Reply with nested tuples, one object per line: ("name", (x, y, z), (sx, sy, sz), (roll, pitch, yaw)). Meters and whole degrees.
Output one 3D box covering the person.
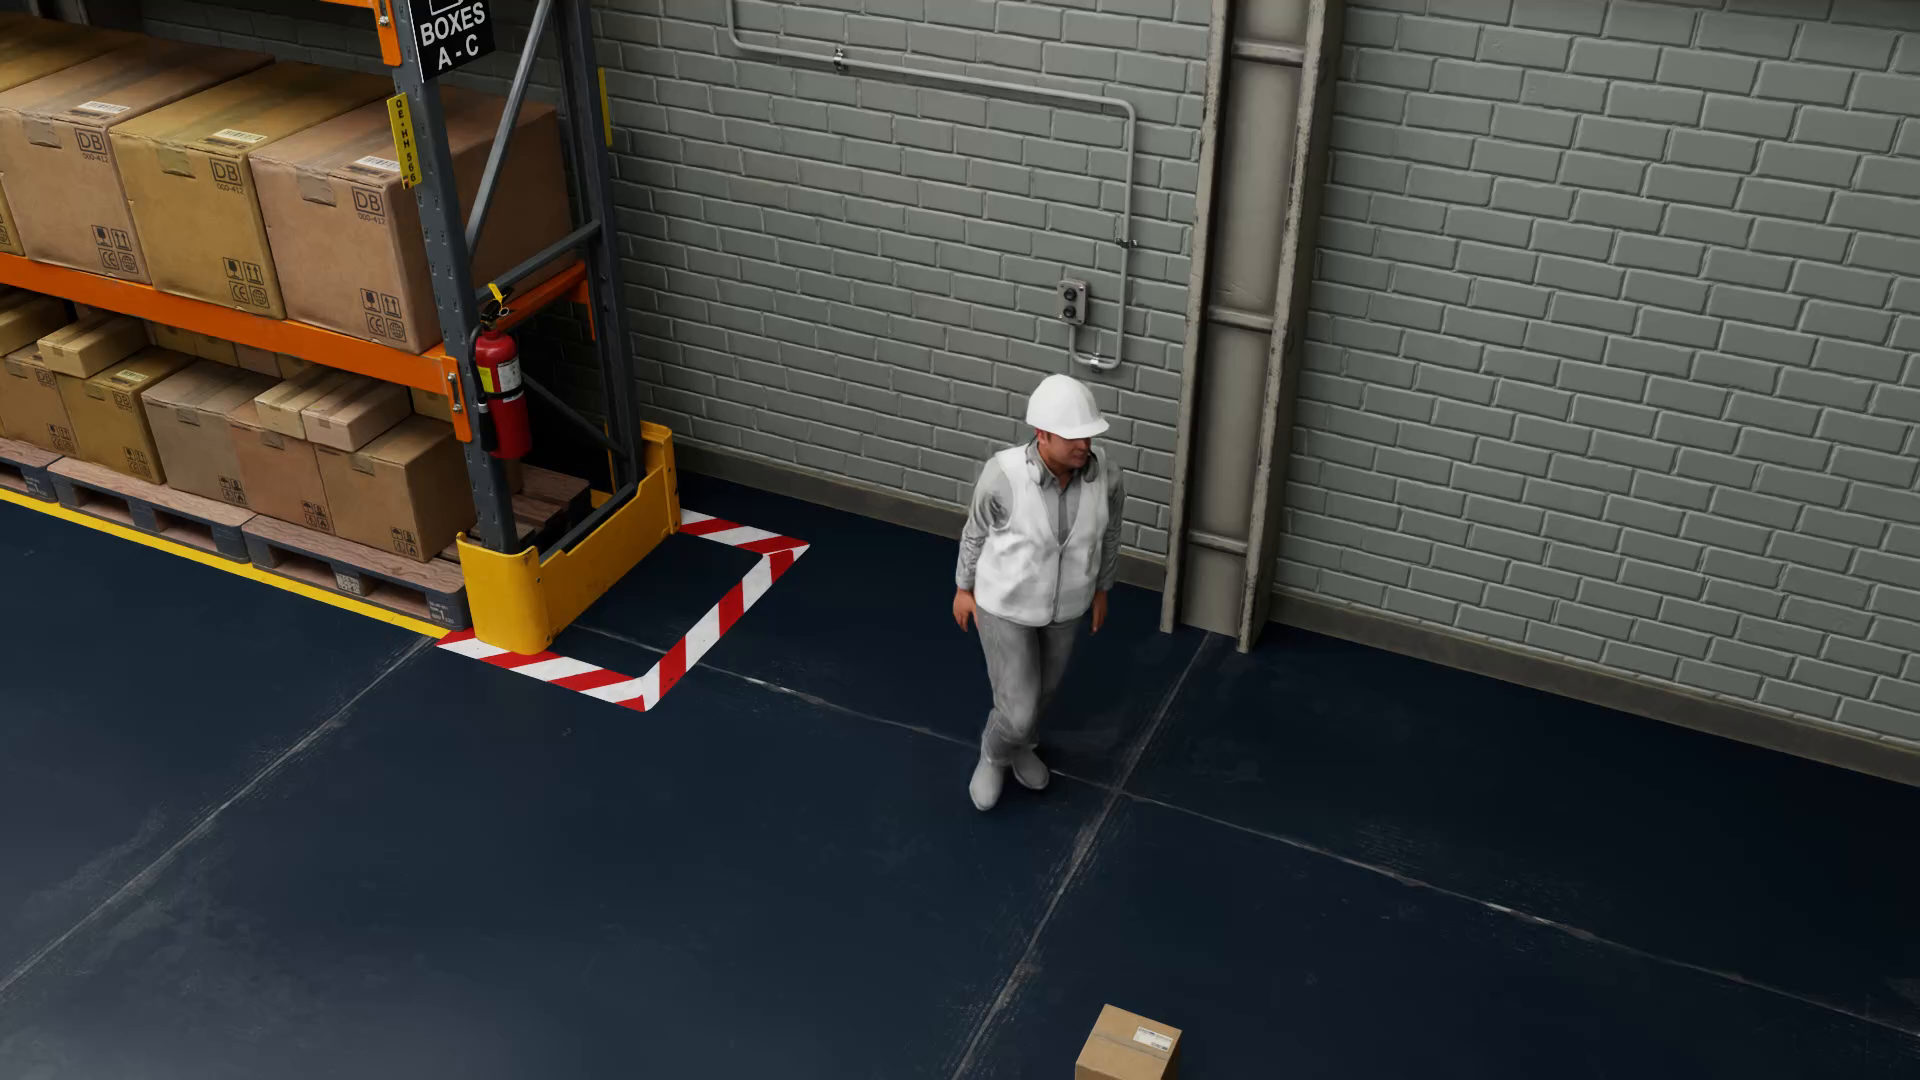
("person", (0.280, 0.188, 5.799), (0.566, 1.756, 0.525), (-13, 36, -19))
